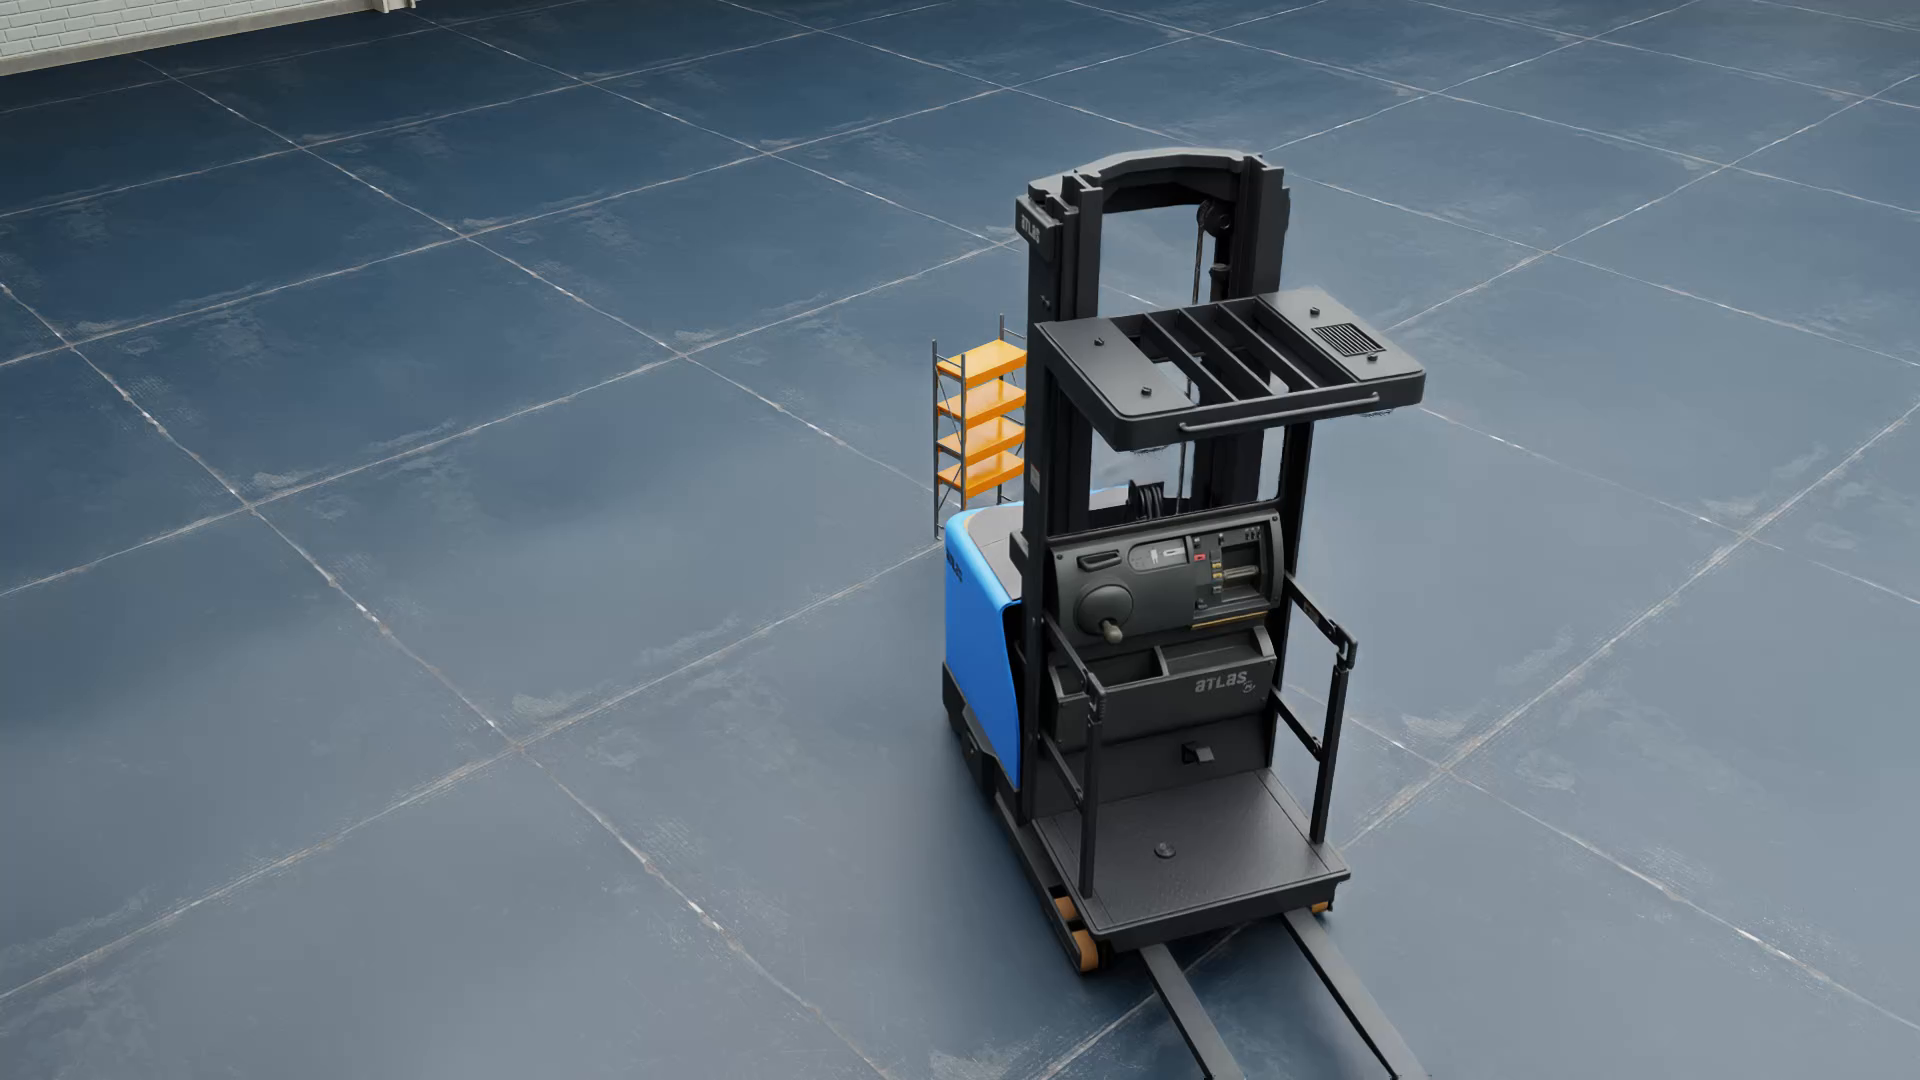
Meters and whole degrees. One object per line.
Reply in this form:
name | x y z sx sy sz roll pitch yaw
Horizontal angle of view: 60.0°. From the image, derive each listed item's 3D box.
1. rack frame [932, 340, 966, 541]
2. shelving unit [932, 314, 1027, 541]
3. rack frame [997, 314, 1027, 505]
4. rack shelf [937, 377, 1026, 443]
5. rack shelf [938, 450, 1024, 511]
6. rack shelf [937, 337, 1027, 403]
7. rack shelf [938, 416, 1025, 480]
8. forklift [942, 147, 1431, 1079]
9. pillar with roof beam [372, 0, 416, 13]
rack frame | -0.058 -0.484 8.891 0.015 1.200 0.240 -26 40 -35
shelving unit | 0.121 -0.571 9.033 0.503 1.200 0.258 -26 40 -35
rack frame | 0.300 -0.657 9.175 0.015 1.200 0.240 -26 40 -35
rack shelf | 0.121 -0.704 8.951 0.480 0.148 0.258 -26 40 -35
rack shelf | 0.121 -0.344 9.172 0.480 0.148 0.258 -26 40 -35
rack shelf | 0.121 -0.906 8.828 0.480 0.148 0.258 -26 40 -35
rack shelf | 0.121 -0.513 9.068 0.480 0.148 0.258 -26 40 -35
forklift | 0.864 0.197 6.119 1.130 2.935 3.031 -10 33 -16
pillar with roof beam | -3.676 -8.404 14.368 0.400 9.000 9.100 -26 40 -35
